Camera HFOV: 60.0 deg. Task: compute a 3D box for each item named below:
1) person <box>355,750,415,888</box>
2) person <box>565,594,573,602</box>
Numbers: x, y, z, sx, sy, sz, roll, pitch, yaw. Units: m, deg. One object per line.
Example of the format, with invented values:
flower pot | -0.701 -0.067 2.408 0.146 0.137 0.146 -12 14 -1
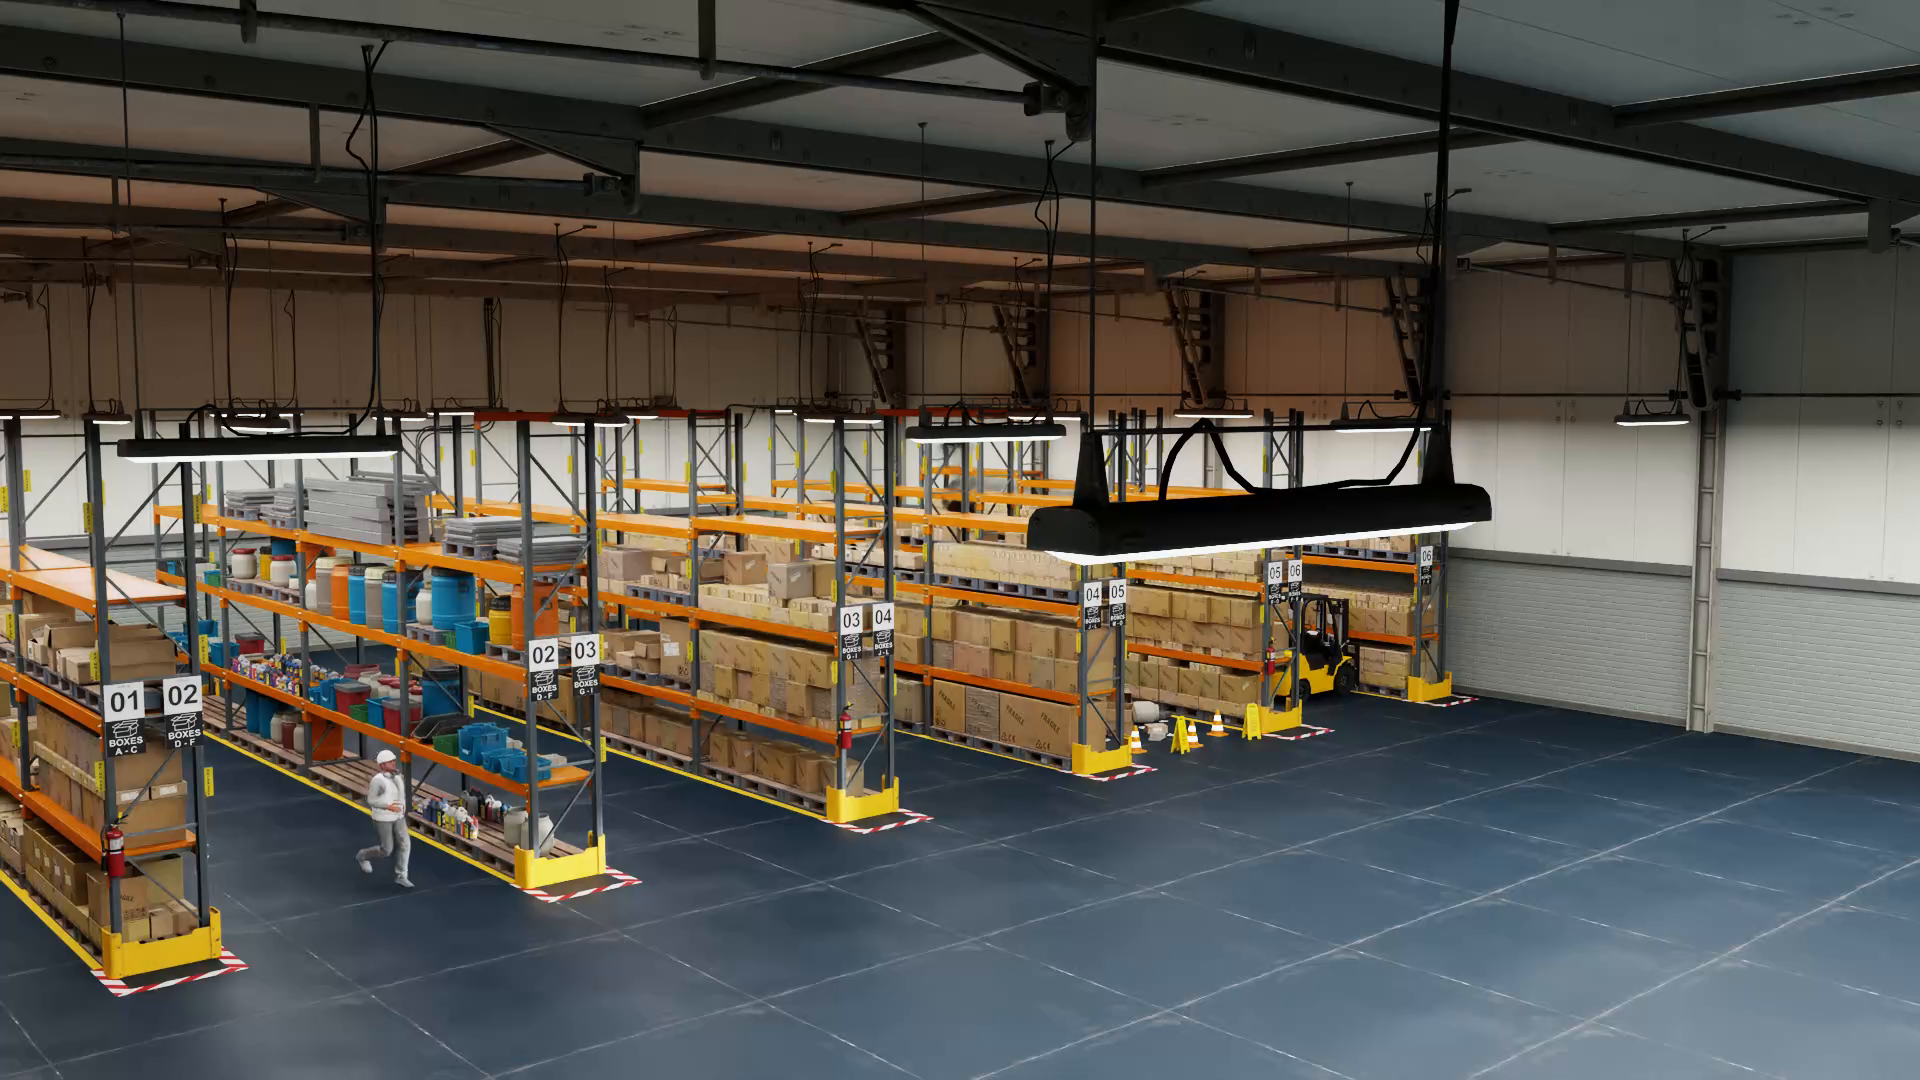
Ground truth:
person | -7.419 3.591 21.476 0.853 1.787 0.668 2 5 22
person | -9.362 2.015 39.864 0.590 1.641 0.558 0 5 -3
